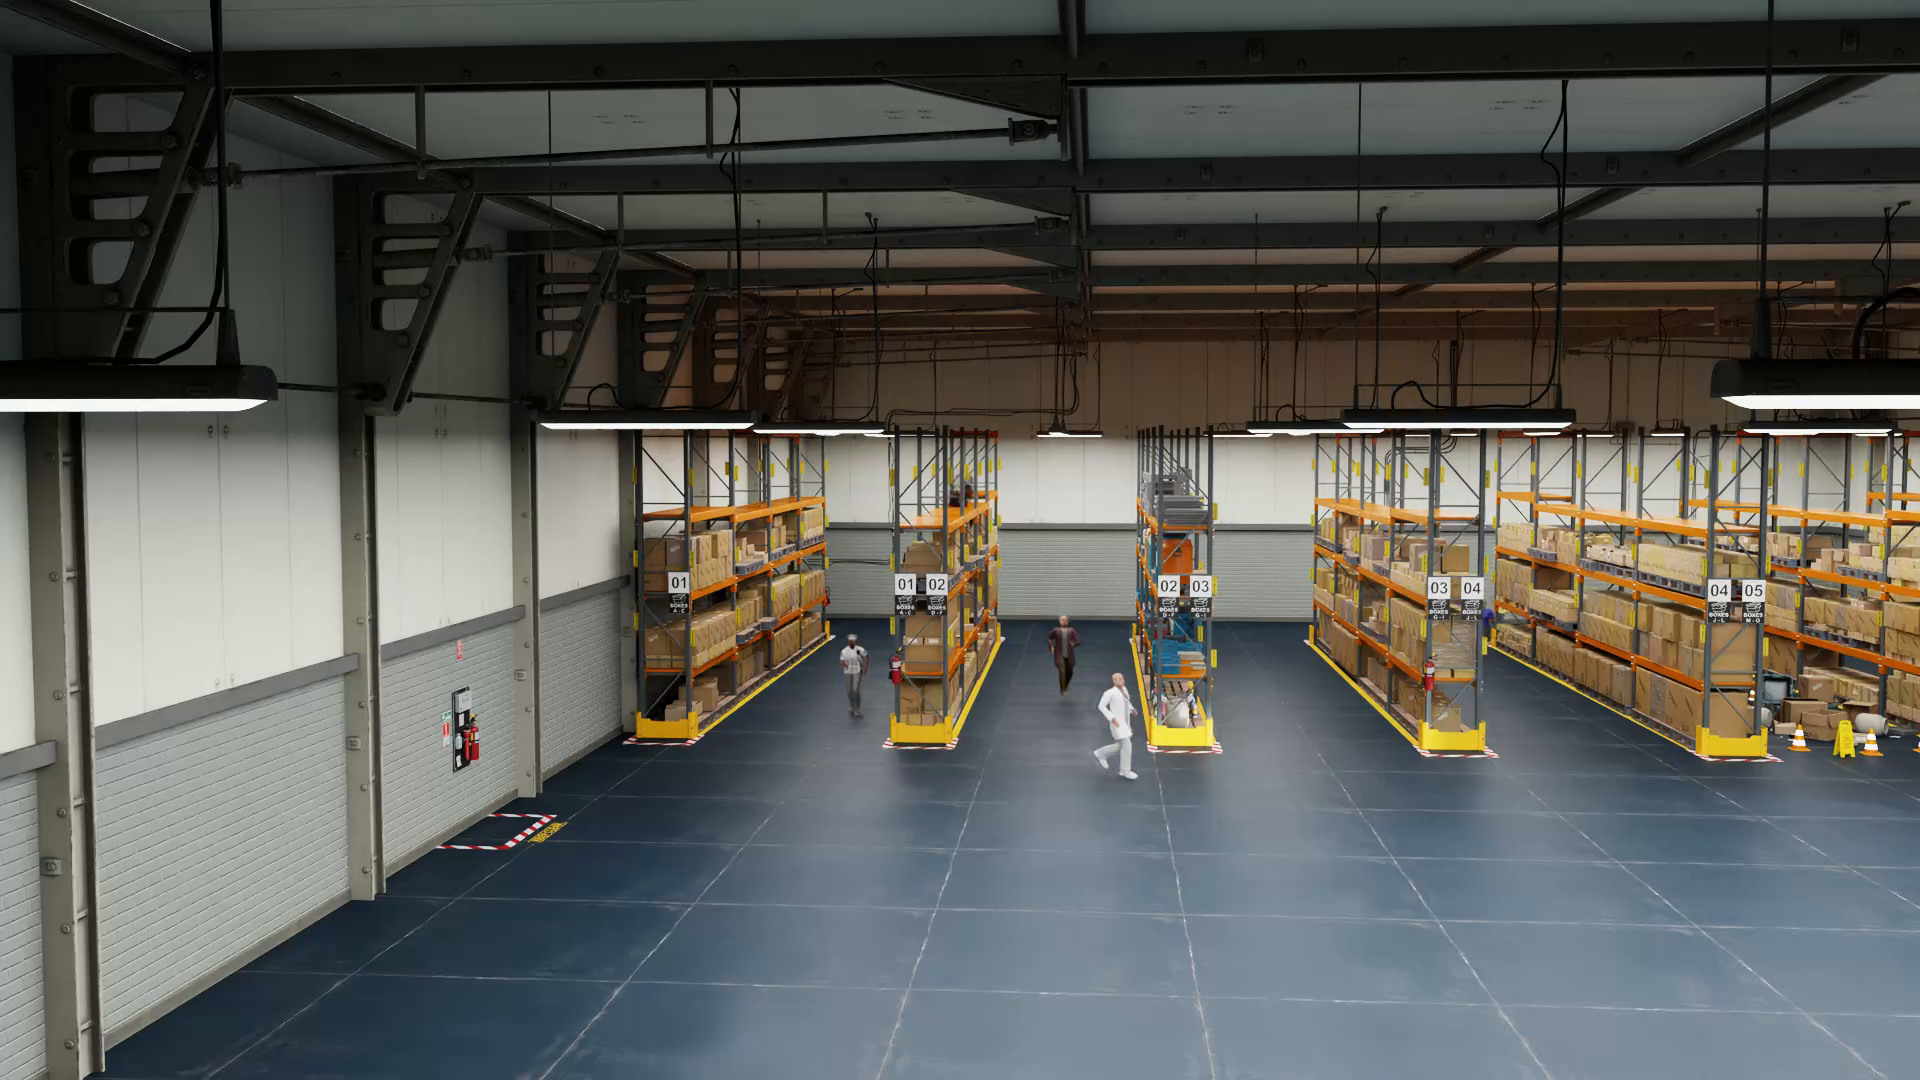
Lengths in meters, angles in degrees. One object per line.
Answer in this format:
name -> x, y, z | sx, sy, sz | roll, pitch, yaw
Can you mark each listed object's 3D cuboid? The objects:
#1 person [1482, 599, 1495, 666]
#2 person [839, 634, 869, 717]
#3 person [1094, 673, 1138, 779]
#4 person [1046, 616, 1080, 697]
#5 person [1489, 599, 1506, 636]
person -> 13.375, 2.360, 42.478 | 0.553, 1.700, 0.799 | 1, 3, 9
person -> -2.212, 2.818, 34.568 | 0.584, 1.745, 0.718 | 0, 3, 6
person -> 2.673, 3.147, 28.357 | 0.858, 1.775, 0.704 | 2, 4, 36
person -> 2.286, 2.550, 36.666 | 0.720, 1.748, 0.965 | 0, 3, -5
person -> 15.368, 2.026, 47.594 | 1.128, 1.639, 0.756 | 2, 4, 29
